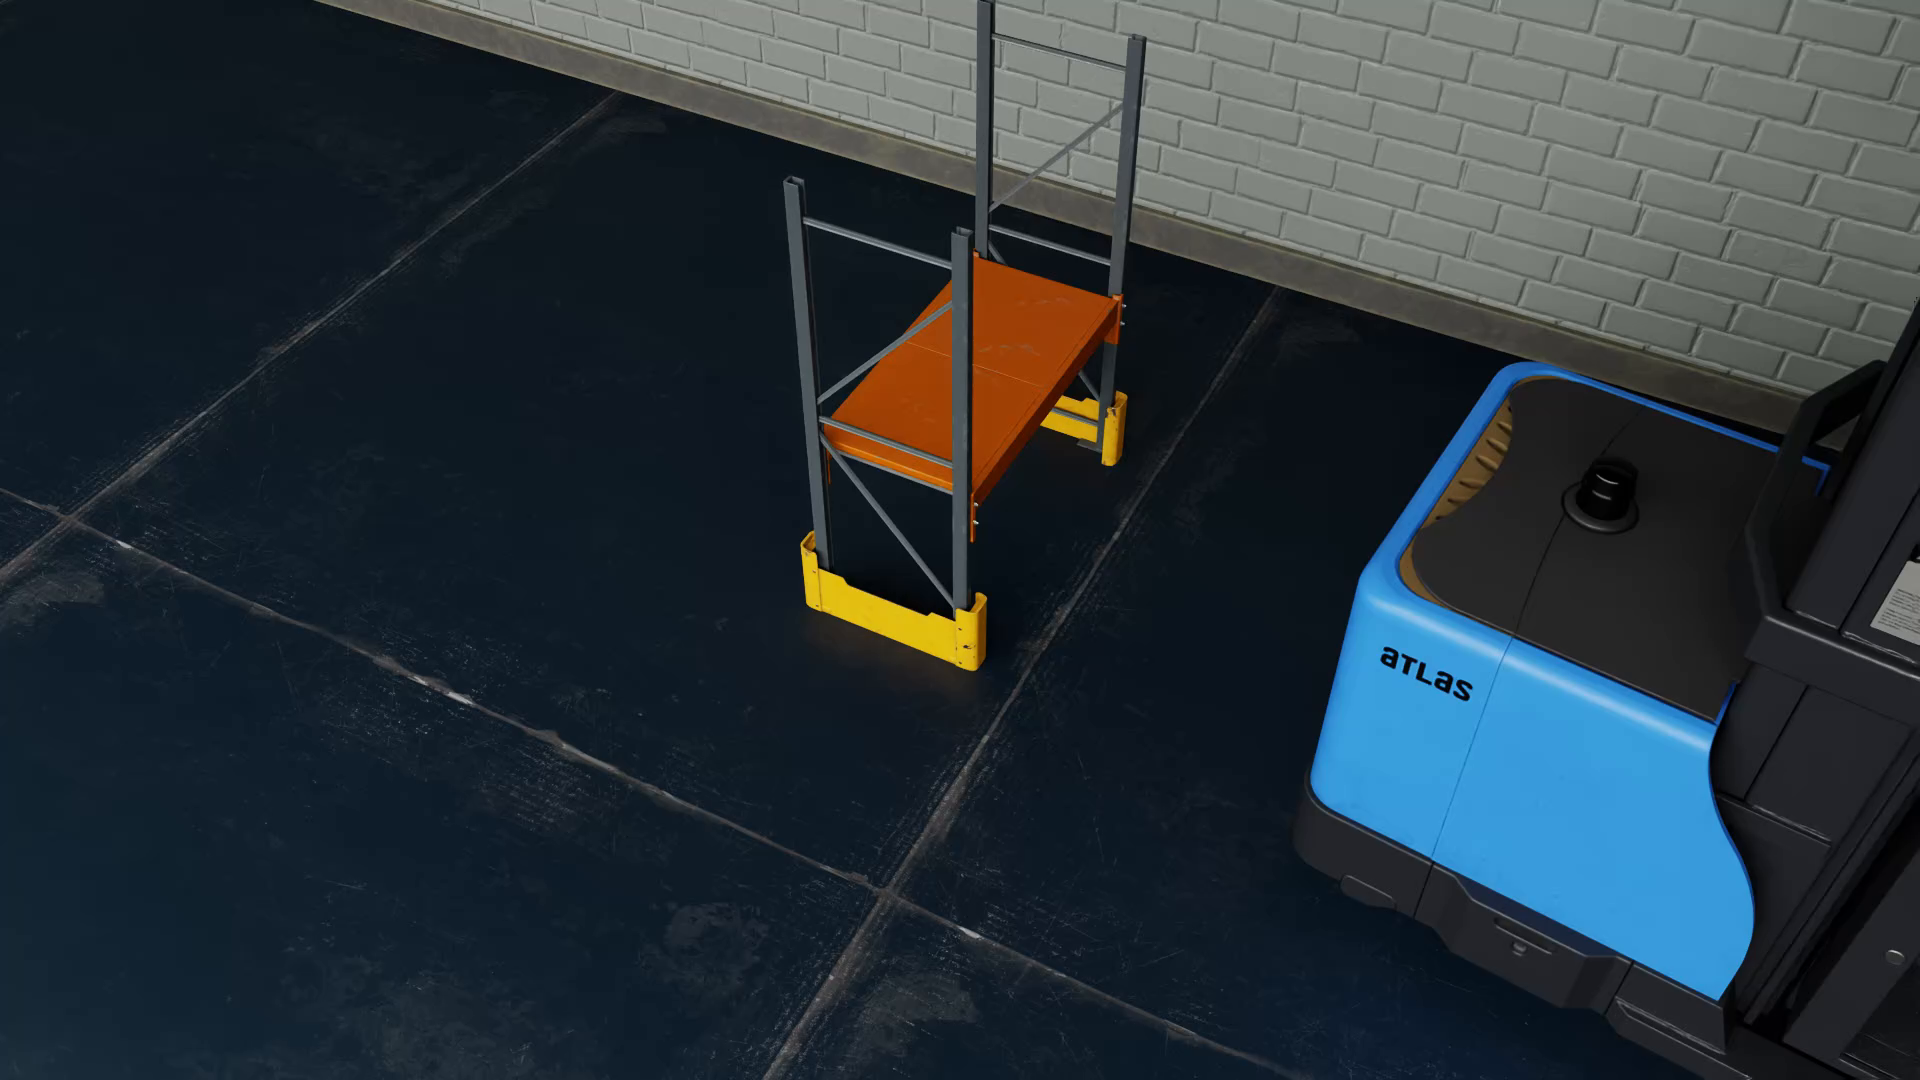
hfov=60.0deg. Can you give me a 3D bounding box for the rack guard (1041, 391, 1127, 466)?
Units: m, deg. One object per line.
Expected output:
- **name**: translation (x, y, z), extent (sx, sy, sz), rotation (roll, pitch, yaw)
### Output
- **rack guard**: translation (0.267, -0.450, 5.519), extent (0.587, 0.250, 0.087), rotation (20, 49, 19)

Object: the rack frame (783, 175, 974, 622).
- **rack frame**: translation (-0.196, -0.261, 4.453), extent (0.500, 1.500, 0.032), rotation (20, 49, 19)

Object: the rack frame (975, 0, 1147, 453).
- **rack frame**: translation (0.276, -0.901, 5.086), extent (0.500, 1.500, 0.032), rotation (20, 49, 19)

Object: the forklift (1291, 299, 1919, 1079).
- **forklift**: translation (2.382, 0.111, 3.079), extent (3.031, 2.935, 1.130), rotation (25, 50, 23)

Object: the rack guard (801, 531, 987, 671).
- **rack guard**: translation (-0.196, 0.178, 4.898), extent (0.587, 0.250, 0.087), rotation (20, 49, 19)

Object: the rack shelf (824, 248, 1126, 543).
- **rack shelf**: translation (0.040, -0.455, 4.898), extent (0.538, 0.185, 1.000), rotation (20, 49, 19)

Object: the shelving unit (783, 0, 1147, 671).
- **shelving unit**: translation (0.035, -0.575, 4.764), extent (0.587, 1.500, 1.083), rotation (20, 49, 19)
